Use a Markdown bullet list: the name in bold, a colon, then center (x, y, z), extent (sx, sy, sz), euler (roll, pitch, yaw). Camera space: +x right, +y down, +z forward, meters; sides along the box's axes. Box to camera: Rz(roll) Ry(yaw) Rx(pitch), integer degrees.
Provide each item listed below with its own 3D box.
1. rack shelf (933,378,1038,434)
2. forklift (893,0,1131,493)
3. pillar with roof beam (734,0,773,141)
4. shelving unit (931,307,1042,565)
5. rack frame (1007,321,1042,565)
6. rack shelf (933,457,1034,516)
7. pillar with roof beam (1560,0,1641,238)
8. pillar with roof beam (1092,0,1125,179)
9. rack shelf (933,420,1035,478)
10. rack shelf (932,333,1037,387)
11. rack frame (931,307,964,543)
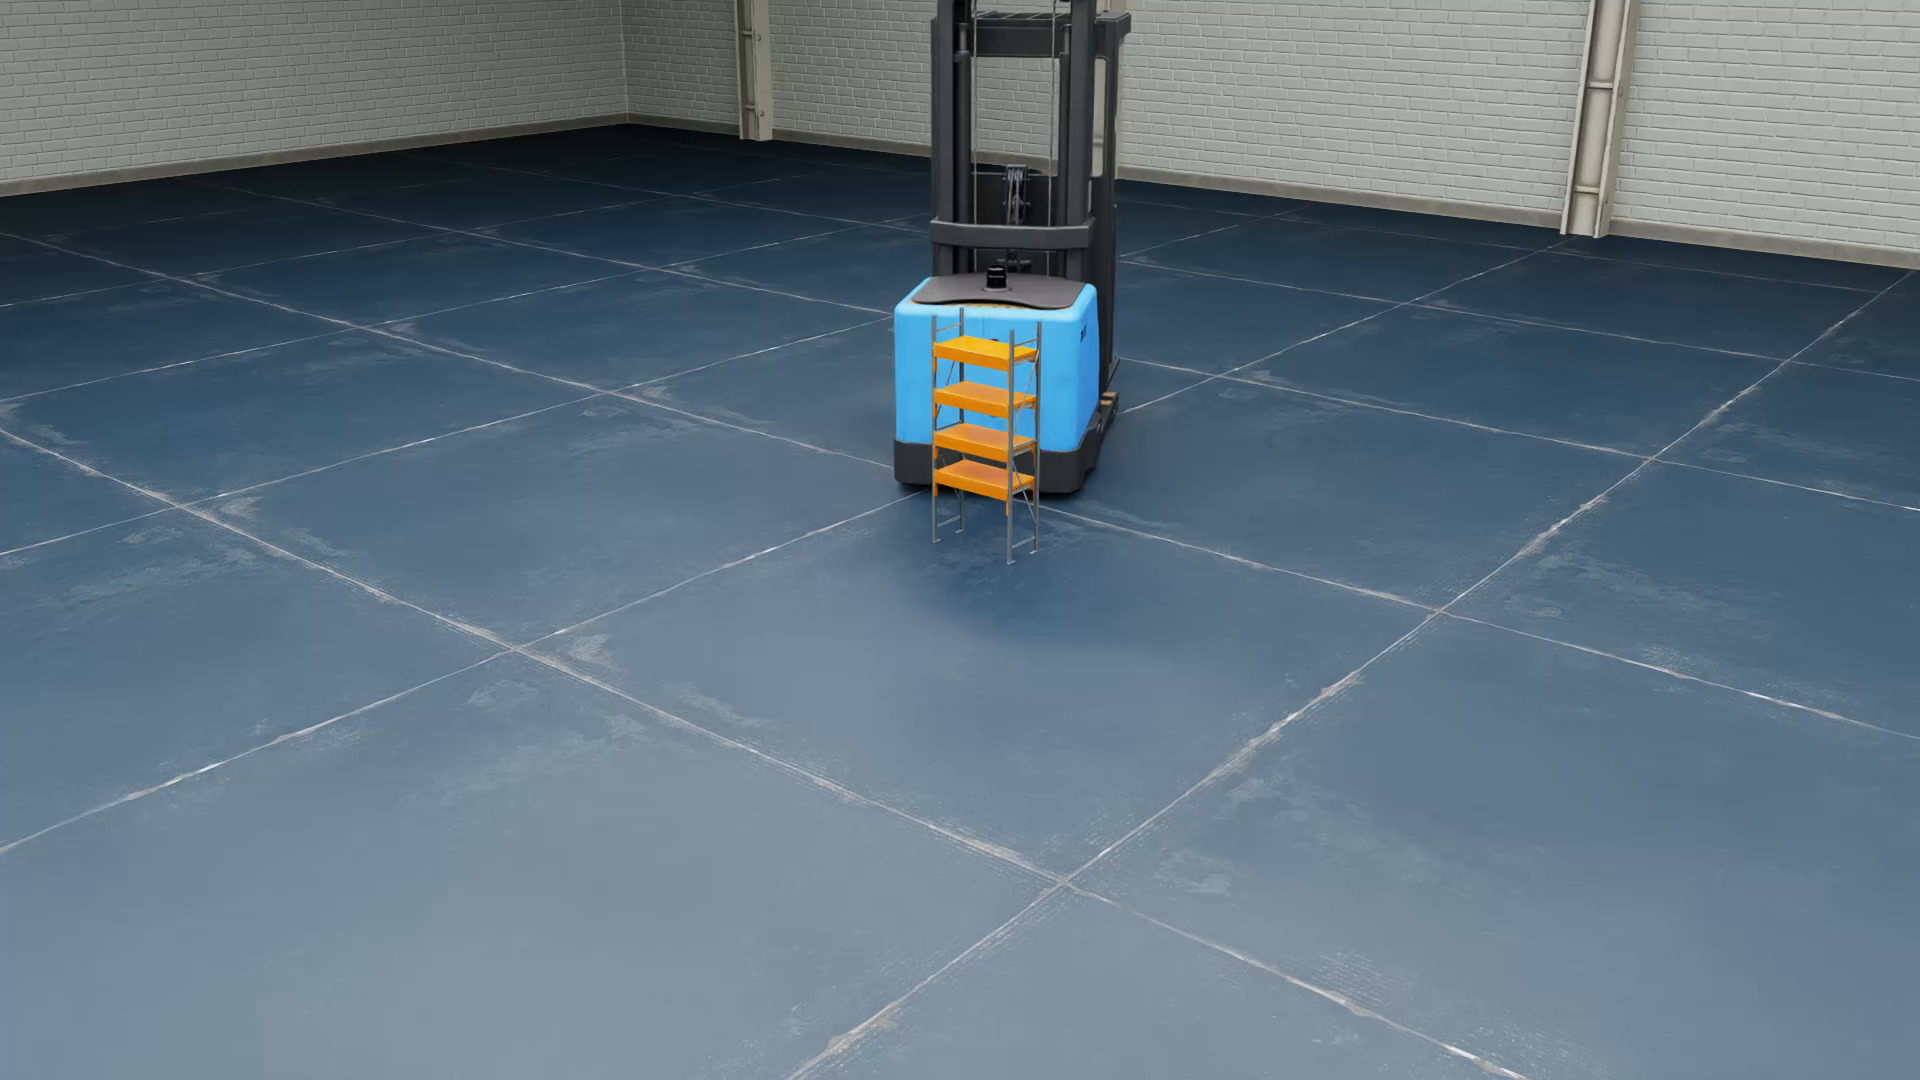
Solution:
- **rack shelf**: center (0.128, -0.671, 8.303), extent (0.480, 0.148, 0.258), euler (16, 26, 36)
- **forklift**: center (0.421, -2.114, 10.121), extent (1.130, 2.935, 3.031), euler (4, 21, 11)
- **pillar with roof beam**: center (-5.659, -8.830, 19.330), extent (0.400, 9.000, 9.100), euler (16, 26, 36)
- **shelving unit**: center (0.128, -0.524, 8.359), extent (0.503, 1.200, 0.258), euler (16, 26, 36)
- **rack frame**: center (0.317, -0.470, 8.214), extent (0.015, 1.200, 0.240), euler (16, 26, 36)
- **rack shelf**: center (0.128, -0.276, 8.452), extent (0.480, 0.148, 0.258), euler (16, 26, 36)
- **pillar with roof beam**: center (3.638, -6.153, 12.230), extent (0.400, 9.000, 9.100), euler (16, 26, 36)
- **pillar with roof beam**: center (-1.011, -7.491, 15.780), extent (0.400, 9.000, 9.100), euler (16, 26, 36)
- **rack shelf**: center (0.128, -0.462, 8.382), extent (0.480, 0.148, 0.258), euler (16, 26, 36)
- **rack shelf**: center (0.128, -0.892, 8.220), extent (0.480, 0.148, 0.258), euler (16, 26, 36)
- **rack frame**: center (-0.061, -0.579, 8.503), extent (0.015, 1.200, 0.240), euler (16, 26, 36)
